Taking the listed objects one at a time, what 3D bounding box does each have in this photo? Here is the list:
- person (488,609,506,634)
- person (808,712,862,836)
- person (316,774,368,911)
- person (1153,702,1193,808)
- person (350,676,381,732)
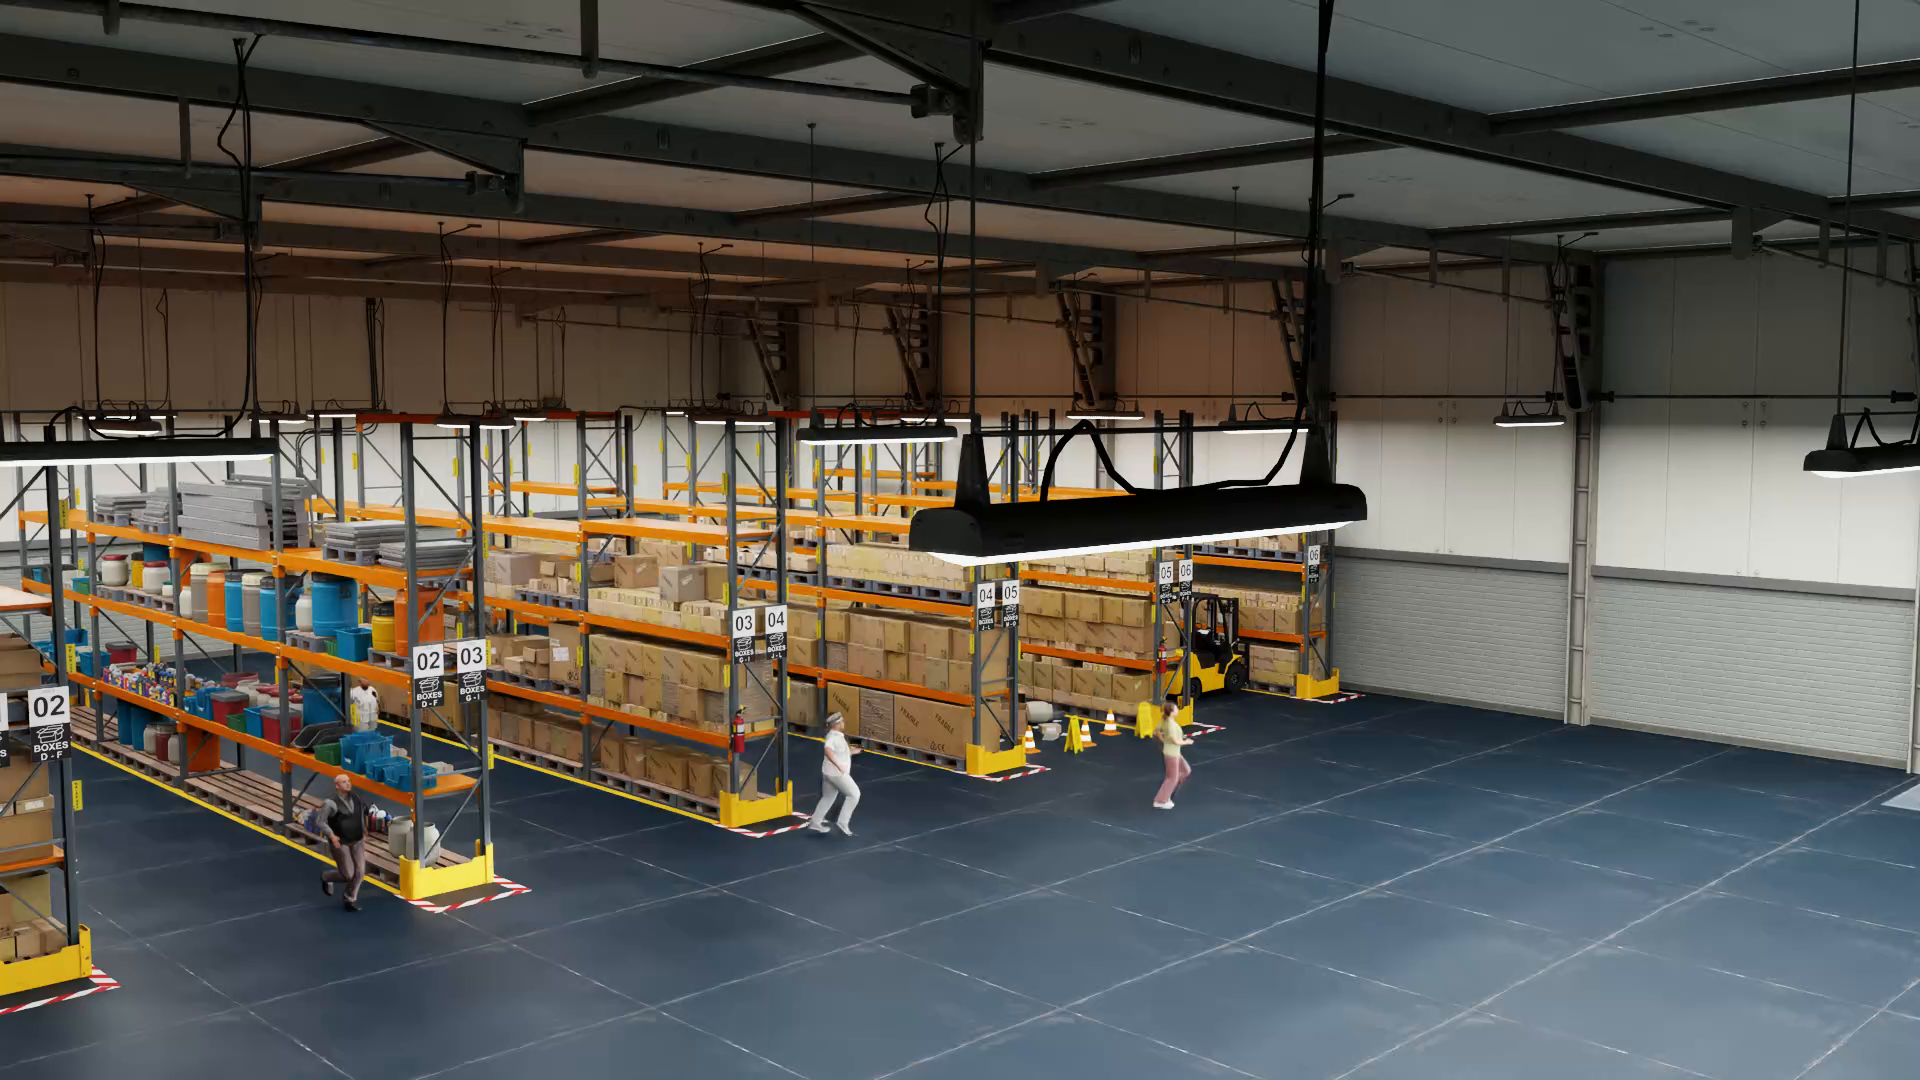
[{"bbox_3d":[-11.203,2.032,40.664,0.678,1.596,0.563,-3,6,-27],"label":"person"},{"bbox_3d":[-1.764,3.382,23.934,0.821,1.822,0.692,-2,5,-22],"label":"person"},{"bbox_3d":[-7.623,3.721,20.550,0.617,1.682,0.662,3,6,33],"label":"person"},{"bbox_3d":[3.270,3.289,25.478,0.604,1.634,0.558,0,5,1],"label":"person"},{"bbox_3d":[-10.101,3.071,28.156,0.726,1.660,0.613,4,6,39],"label":"person"}]
